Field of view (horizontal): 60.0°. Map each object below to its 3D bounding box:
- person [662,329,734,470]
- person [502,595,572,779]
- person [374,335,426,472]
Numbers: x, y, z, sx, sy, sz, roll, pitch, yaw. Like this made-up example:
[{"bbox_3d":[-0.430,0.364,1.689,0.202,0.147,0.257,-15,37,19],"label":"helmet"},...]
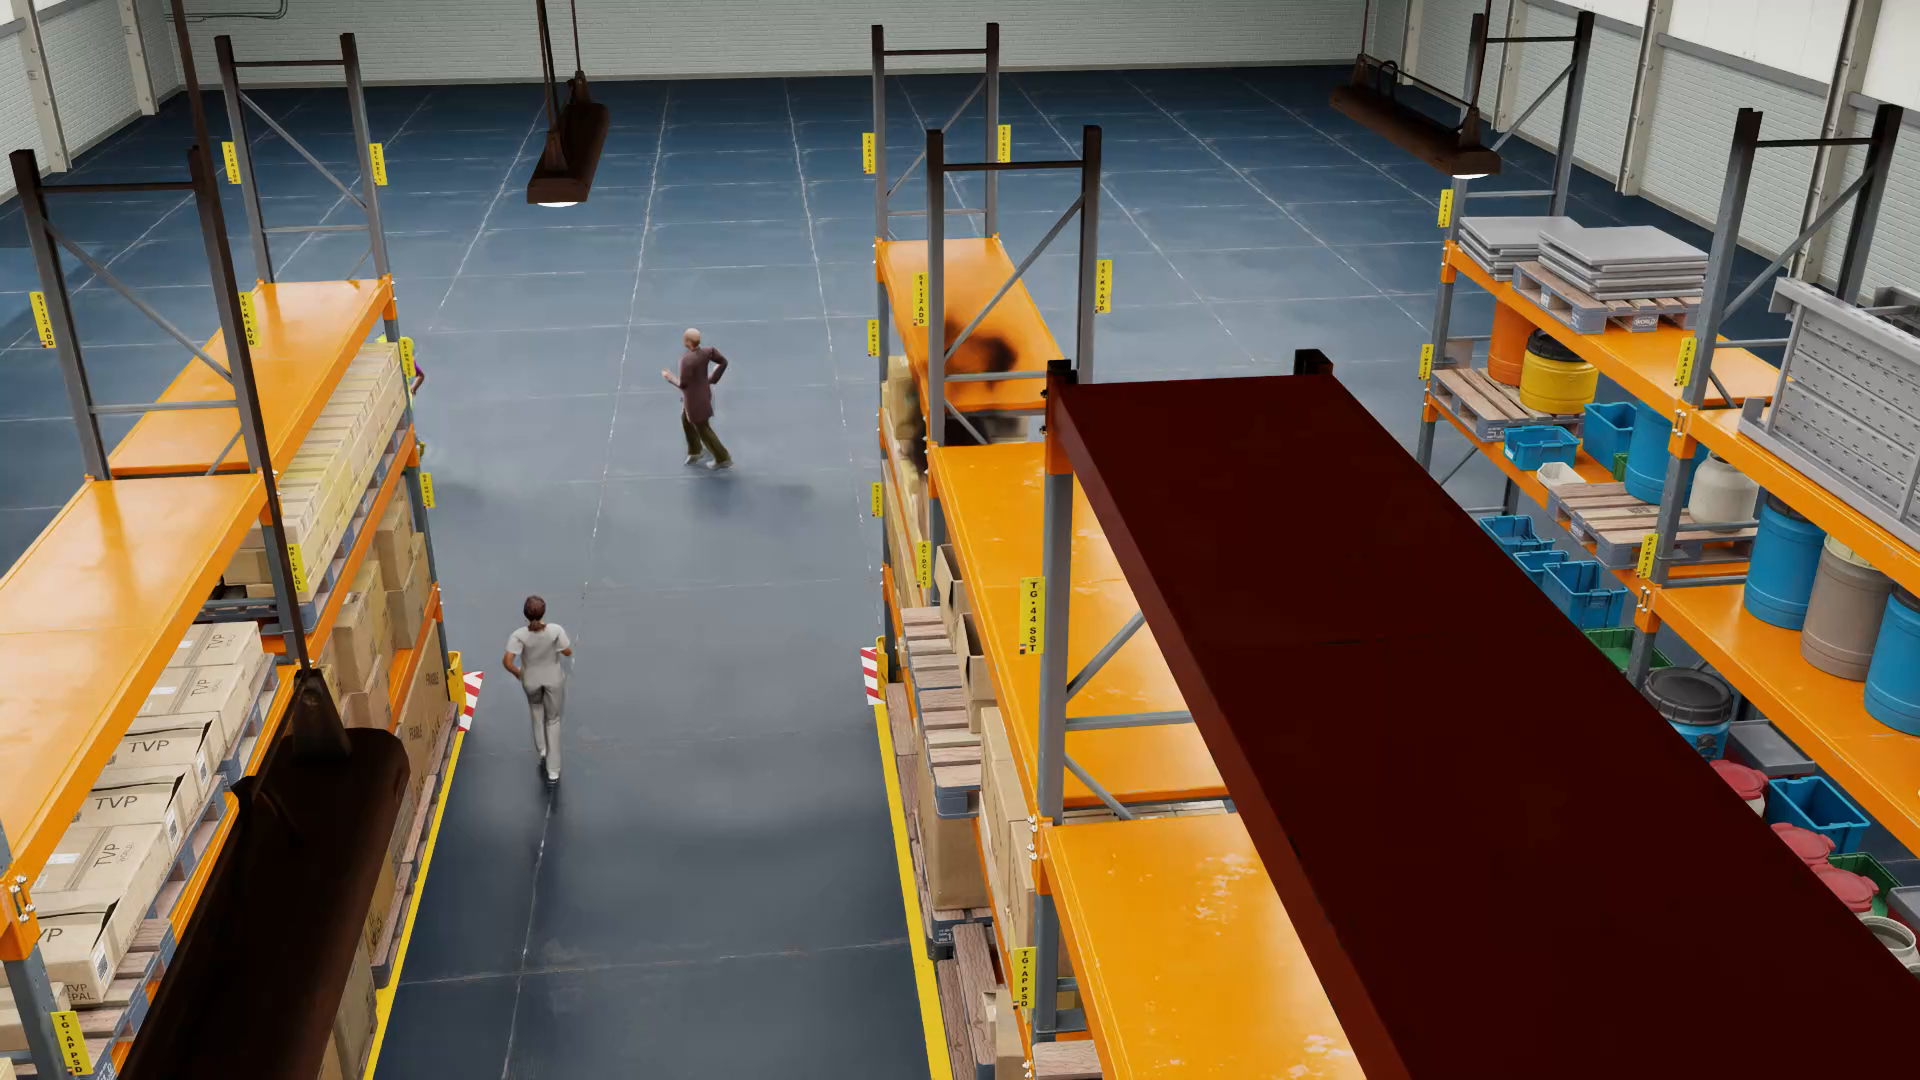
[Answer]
[{"bbox_3d":[-3.133,-1.647,19.922,0.857,1.850,0.684,8,27,16],"label":"person"},{"bbox_3d":[-3.521,1.219,14.021,0.544,1.701,0.691,-4,26,-8],"label":"person"},{"bbox_3d":[-6.806,-1.649,19.962,0.579,1.718,0.707,12,28,23],"label":"person"}]
